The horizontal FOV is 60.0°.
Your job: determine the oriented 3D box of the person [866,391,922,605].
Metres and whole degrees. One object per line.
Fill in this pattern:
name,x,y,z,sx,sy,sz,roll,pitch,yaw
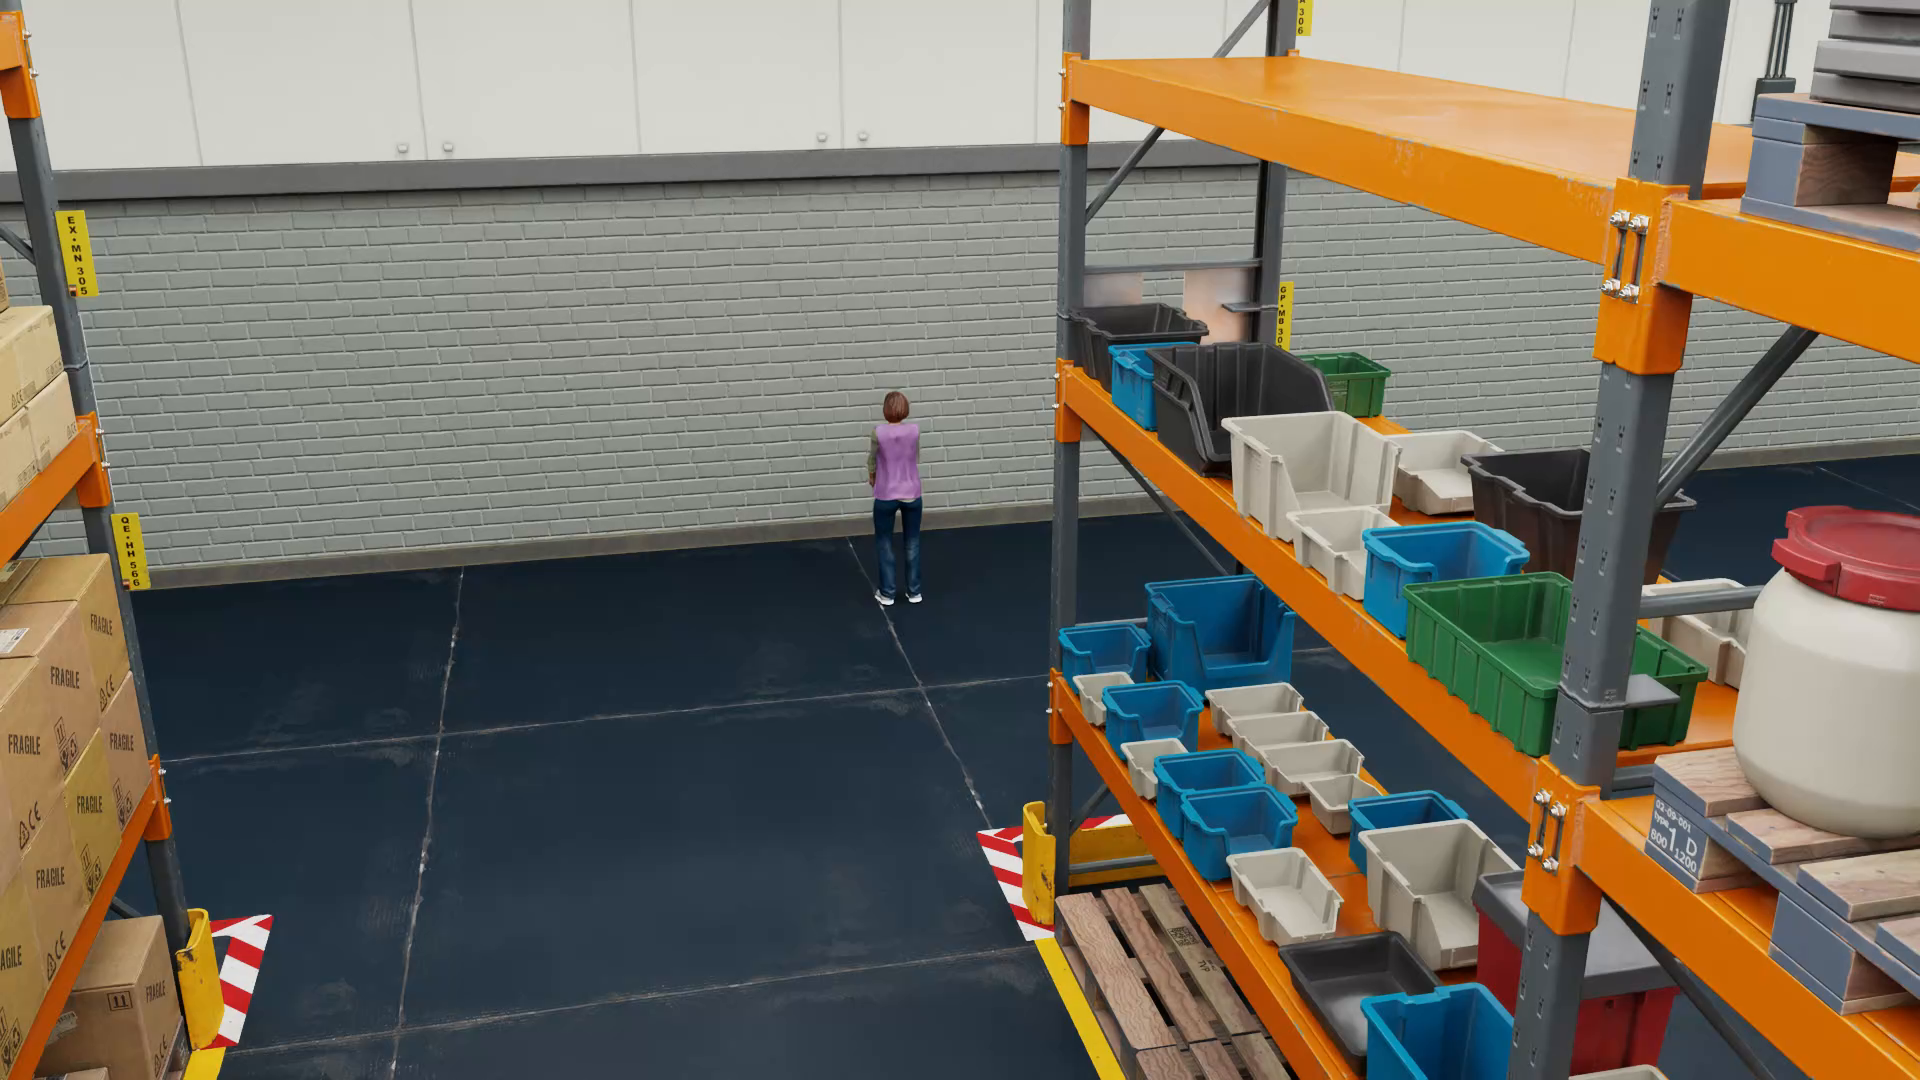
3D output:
person,-0.470,-0.330,12.004,0.396,1.598,0.492,-5,20,-12
